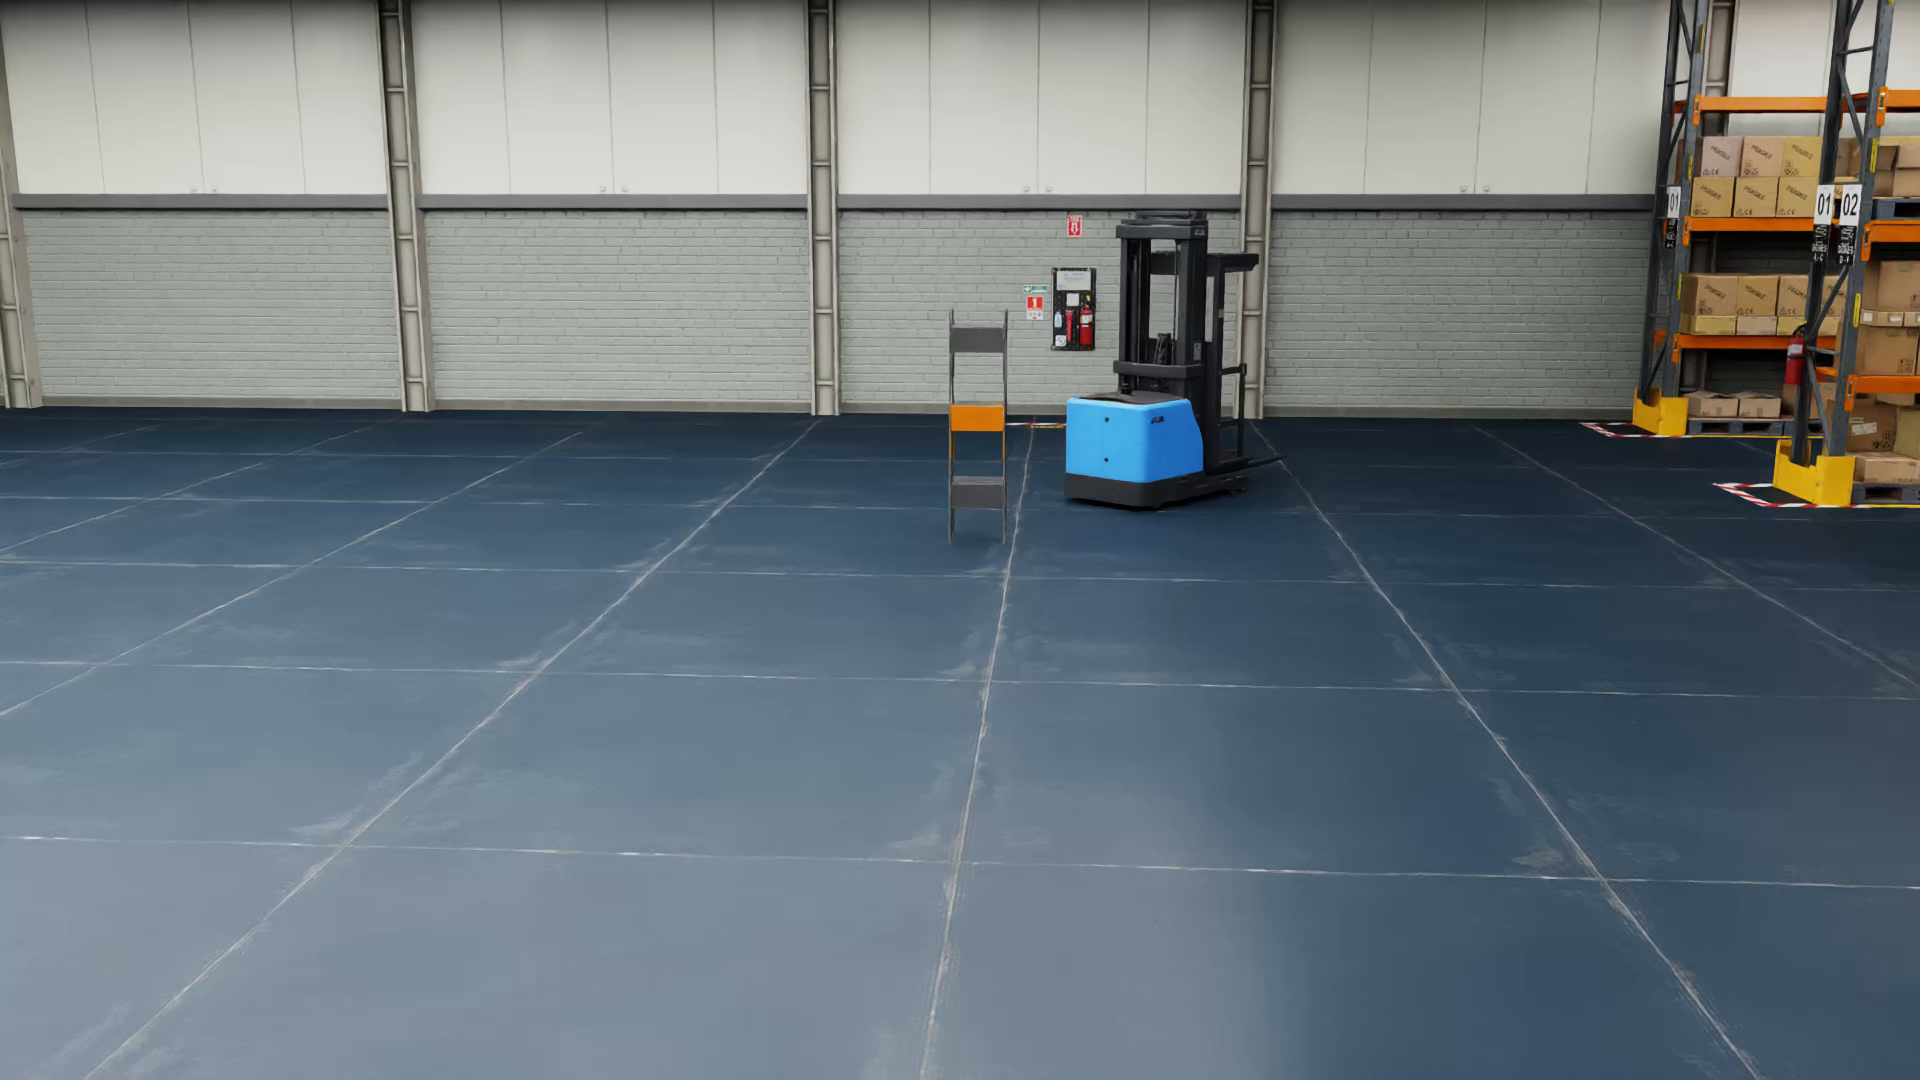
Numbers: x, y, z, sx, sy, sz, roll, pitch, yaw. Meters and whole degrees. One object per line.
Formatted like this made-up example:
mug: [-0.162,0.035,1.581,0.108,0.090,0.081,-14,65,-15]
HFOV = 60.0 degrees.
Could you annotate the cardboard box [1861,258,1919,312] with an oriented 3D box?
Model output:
cardboard box: [9.489,-2.613,17.001,0.500,0.500,0.700,1,12,4]

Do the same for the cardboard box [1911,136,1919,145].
cardboard box: [12.221,-4.869,21.139,0.500,0.500,0.500,1,12,7]

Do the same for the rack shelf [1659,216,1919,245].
rack shelf: [11.294,-4.039,21.665,4.000,0.370,1.077,1,12,4]

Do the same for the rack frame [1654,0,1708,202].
rack frame: [9.298,-5.887,21.415,0.127,3.000,1.000,1,12,4]

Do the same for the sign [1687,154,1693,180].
sign: [9.262,-4.736,21.103,0.005,0.325,0.100,1,12,4]

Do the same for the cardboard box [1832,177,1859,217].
cardboard box: [11.203,-4.398,21.329,0.500,0.500,0.500,2,12,7]

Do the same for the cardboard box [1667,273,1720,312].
cardboard box: [9.783,-3.291,22.142,0.500,0.500,0.500,1,12,3]

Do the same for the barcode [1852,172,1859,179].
barcode: [9.305,-3.785,17.276,0.075,0.075,0.001,1,12,4]

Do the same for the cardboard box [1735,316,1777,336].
cardboard box: [10.283,-2.811,21.680,0.500,0.250,0.500,0,12,2]

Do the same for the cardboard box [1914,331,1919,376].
cardboard box: [9.960,-1.972,17.108,0.500,0.500,0.700,1,12,5]

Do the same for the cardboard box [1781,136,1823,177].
cardboard box: [10.676,-4.890,21.240,0.500,0.500,0.500,1,12,5]

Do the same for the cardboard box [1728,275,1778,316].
cardboard box: [10.247,-3.177,21.599,0.500,0.500,0.500,1,12,4]

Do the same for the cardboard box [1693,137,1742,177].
cardboard box: [9.667,-4.912,21.345,0.500,0.500,0.500,0,12,0]

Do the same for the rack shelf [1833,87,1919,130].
rack shelf: [10.967,-4.300,16.560,4.000,0.370,1.077,1,12,4]

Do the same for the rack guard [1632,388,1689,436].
rack guard: [9.374,-1.726,22.280,0.348,0.500,1.175,1,12,4]

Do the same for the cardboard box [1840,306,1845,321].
cardboard box: [9.365,-2.339,17.275,0.250,0.149,0.380,1,12,3]

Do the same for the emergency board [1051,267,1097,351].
emergency board: [1.605,-3.241,23.419,0.643,1.169,0.194,1,12,4]

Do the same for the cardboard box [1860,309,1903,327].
cardboard box: [9.348,-2.256,16.878,0.250,0.149,0.380,1,12,3]

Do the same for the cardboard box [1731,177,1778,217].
cardboard box: [10.149,-4.407,21.374,0.500,0.500,0.500,2,12,8]

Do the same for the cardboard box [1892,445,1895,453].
cardboard box: [10.026,-0.847,17.662,0.500,0.250,0.500,1,12,4]

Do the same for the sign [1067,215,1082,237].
sign: [1.604,-4.396,23.280,0.199,0.298,0.001,1,12,4]

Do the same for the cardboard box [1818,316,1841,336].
cardboard box: [11.295,-2.796,21.606,0.500,0.250,0.500,1,12,4]

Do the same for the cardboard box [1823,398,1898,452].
cardboard box: [9.526,-1.219,17.608,0.500,0.500,0.500,1,12,4]

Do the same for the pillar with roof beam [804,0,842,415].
pillar with roof beam: [-2.206,-5.339,18.794,0.400,9.000,9.100,1,12,4]

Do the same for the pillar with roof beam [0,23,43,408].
pillar with roof beam: [-14.179,-5.503,19.579,0.400,9.000,9.100,1,12,4]

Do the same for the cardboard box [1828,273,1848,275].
cardboard box: [11.822,-3.264,22.014,0.500,0.500,0.500,1,12,5]

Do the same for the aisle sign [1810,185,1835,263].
aisle sign: [8.925,-3.272,17.216,0.004,0.787,0.394,1,12,4]

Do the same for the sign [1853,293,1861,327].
sign: [8.928,-2.288,16.553,0.005,0.325,0.100,1,12,4]

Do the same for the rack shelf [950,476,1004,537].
rack shelf: [0.165,-0.327,15.170,0.480,0.518,0.431,1,12,4]

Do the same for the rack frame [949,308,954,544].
rack frame: [-0.078,-1.029,15.040,0.015,2.100,0.400,1,12,4]

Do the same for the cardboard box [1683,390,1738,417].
cardboard box: [9.983,-1.822,22.126,0.500,0.311,0.500,-1,12,-3]

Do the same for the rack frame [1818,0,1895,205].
rack frame: [8.971,-4.875,16.577,0.127,3.000,1.000,1,12,4]

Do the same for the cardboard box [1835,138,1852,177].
cardboard box: [11.283,-4.989,21.715,0.500,0.500,0.500,1,12,4]

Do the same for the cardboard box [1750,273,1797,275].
cardboard box: [10.801,-3.276,22.070,0.500,0.500,0.500,0,12,2]

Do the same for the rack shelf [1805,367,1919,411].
rack shelf: [10.967,-1.559,17.134,4.000,0.370,1.077,1,12,4]

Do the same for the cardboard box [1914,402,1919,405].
cardboard box: [12.754,-1.726,22.018,0.250,0.166,0.380,-1,12,-4]

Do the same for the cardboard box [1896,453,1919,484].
cardboard box: [9.991,-0.739,17.148,0.500,0.250,0.500,1,12,4]

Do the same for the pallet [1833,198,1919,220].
pallet: [9.675,-3.348,16.821,1.213,0.211,1.003,1,12,4]

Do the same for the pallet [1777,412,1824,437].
pallet: [11.397,-1.549,22.140,1.213,0.211,1.003,1,12,4]

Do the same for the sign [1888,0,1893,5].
sign: [8.928,-5.296,15.923,0.005,0.325,0.100,1,12,4]

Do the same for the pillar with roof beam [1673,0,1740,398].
pillar with roof beam: [9.767,-5.175,18.009,0.400,9.000,9.100,1,12,4]

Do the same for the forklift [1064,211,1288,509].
forklift: [2.432,-1.987,17.588,1.130,2.935,3.031,10,16,41]

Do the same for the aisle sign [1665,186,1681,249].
aisle sign: [9.207,-4.163,21.475,0.004,0.787,0.394,1,12,4]

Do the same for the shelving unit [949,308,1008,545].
shelving unit: [0.165,-1.025,15.024,0.503,2.100,0.431,1,12,4]

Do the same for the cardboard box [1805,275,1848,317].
cardboard box: [11.278,-3.164,21.537,0.500,0.500,0.500,1,12,6]

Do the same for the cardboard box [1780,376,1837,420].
cardboard box: [11.280,-1.886,21.973,0.500,0.500,0.700,0,12,0]

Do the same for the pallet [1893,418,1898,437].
pallet: [12.617,-1.533,22.062,1.213,0.211,1.003,1,12,4]
